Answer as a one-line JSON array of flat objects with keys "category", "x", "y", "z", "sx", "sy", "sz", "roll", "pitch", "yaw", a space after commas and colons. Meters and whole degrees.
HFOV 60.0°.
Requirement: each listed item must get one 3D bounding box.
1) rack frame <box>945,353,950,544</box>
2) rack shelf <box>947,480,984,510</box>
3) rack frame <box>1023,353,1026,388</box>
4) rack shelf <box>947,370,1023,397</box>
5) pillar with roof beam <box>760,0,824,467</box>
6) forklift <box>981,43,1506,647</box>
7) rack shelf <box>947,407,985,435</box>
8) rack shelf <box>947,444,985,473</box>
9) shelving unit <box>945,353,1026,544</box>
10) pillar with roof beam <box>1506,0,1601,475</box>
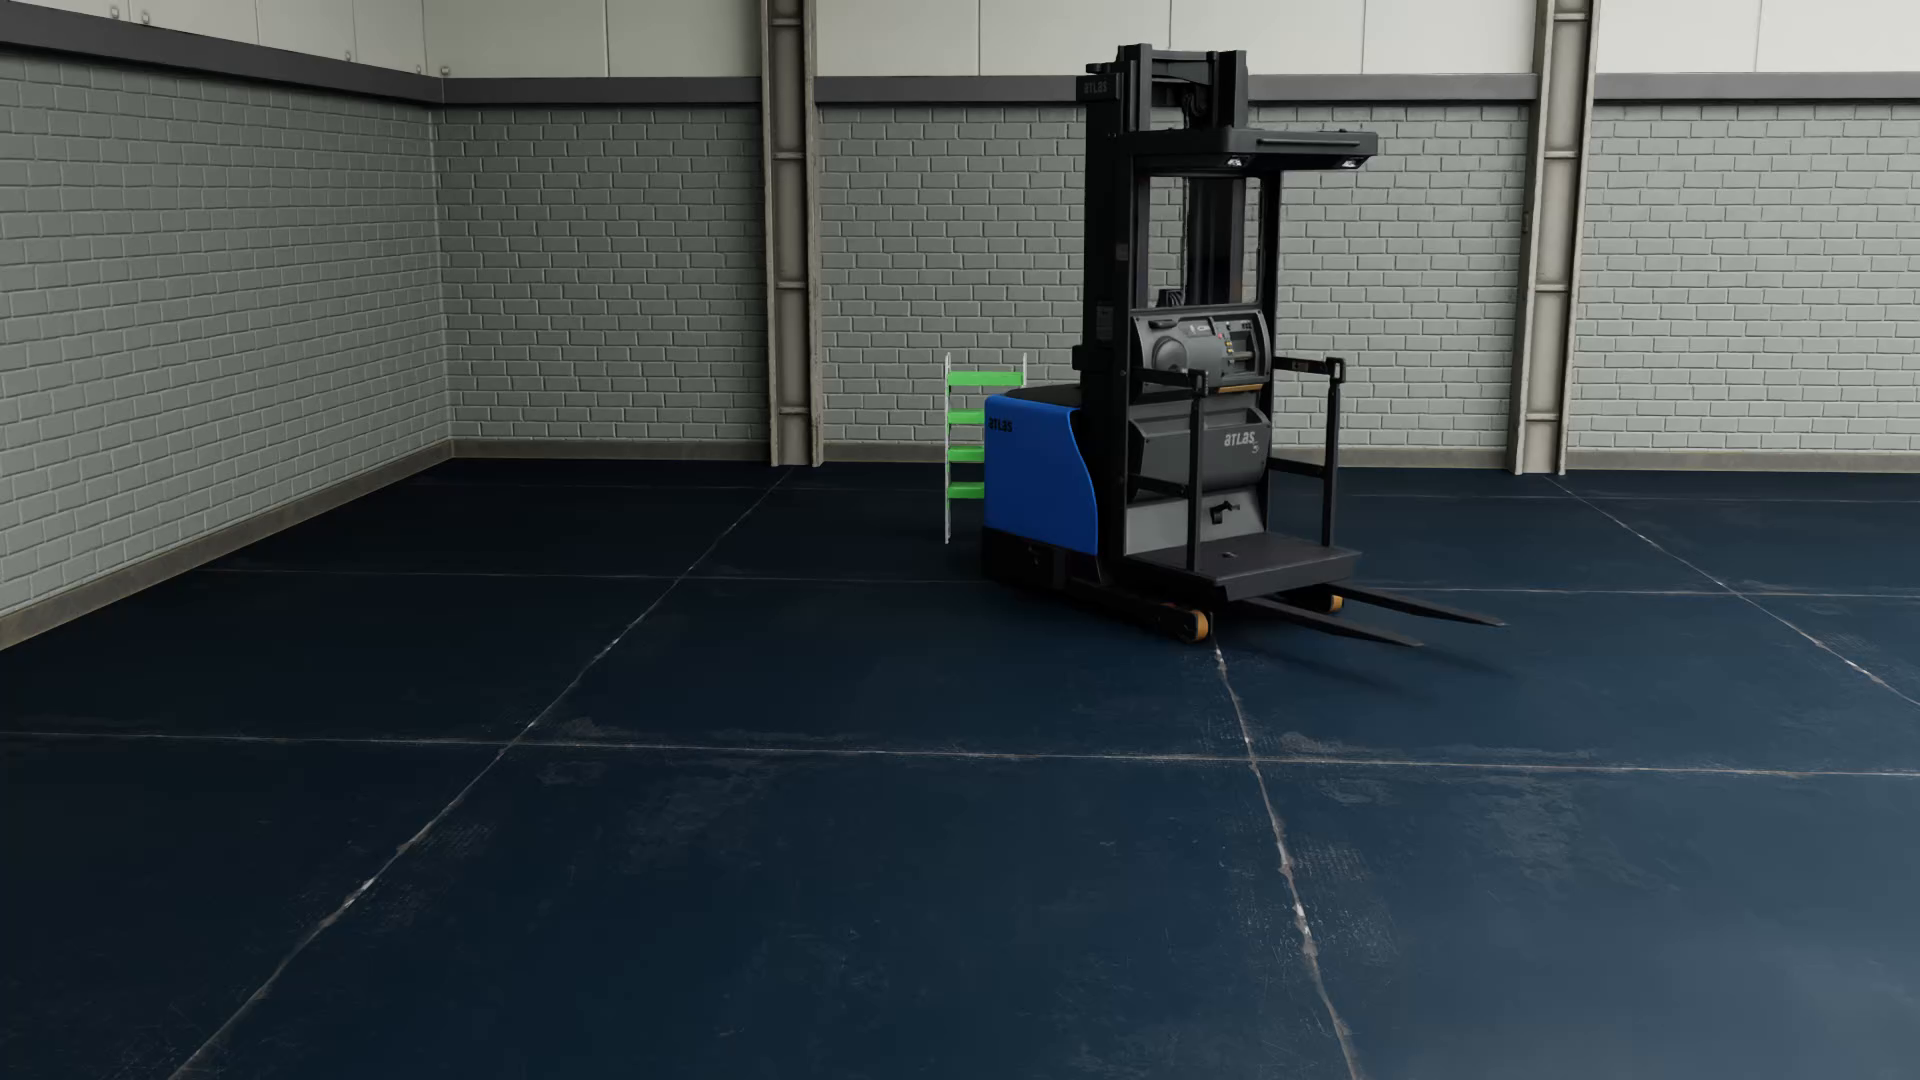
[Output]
[{"category": "rack frame", "x": -0.078, "y": -0.588, "z": 10.650, "sx": 0.015, "sy": 1.200, "sz": 0.240, "roll": 1, "pitch": 12, "yaw": 4}, {"category": "rack shelf", "x": 0.165, "y": -0.288, "z": 10.697, "sx": 0.480, "sy": 0.148, "sz": 0.258, "roll": 1, "pitch": 12, "yaw": 4}, {"category": "rack frame", "x": 0.409, "y": -0.582, "z": 10.618, "sx": 0.015, "sy": 1.200, "sz": 0.240, "roll": 1, "pitch": 12, "yaw": 4}, {"category": "rack shelf", "x": 0.165, "y": -0.992, "z": 10.549, "sx": 0.480, "sy": 0.148, "sz": 0.258, "roll": 1, "pitch": 12, "yaw": 4}, {"category": "pillar with roof beam", "x": -1.637, "y": -4.161, "z": 8.680, "sx": 0.400, "sy": 9.000, "sz": 9.100, "roll": 1, "pitch": 12, "yaw": 4}, {"category": "forklift", "x": 1.401, "y": -1.034, "z": 8.554, "sx": 1.130, "sy": 2.935, "sz": 3.031, "roll": -9, "pitch": 15, "yaw": -35}, {"category": "rack shelf", "x": 0.165, "y": -0.757, "z": 10.598, "sx": 0.480, "sy": 0.148, "sz": 0.258, "roll": 1, "pitch": 12, "yaw": 4}, {"category": "rack shelf", "x": 0.165, "y": -0.522, "z": 10.647, "sx": 0.480, "sy": 0.148, "sz": 0.258, "roll": 1, "pitch": 12, "yaw": 4}, {"category": "shelving unit", "x": 0.165, "y": -0.585, "z": 10.634, "sx": 0.503, "sy": 1.200, "sz": 0.258, "roll": 1, "pitch": 12, "yaw": 4}, {"category": "pillar with roof beam", "x": 4.349, "y": -4.079, "z": 8.287, "sx": 0.400, "sy": 9.000, "sz": 9.100, "roll": 1, "pitch": 12, "yaw": 4}]
